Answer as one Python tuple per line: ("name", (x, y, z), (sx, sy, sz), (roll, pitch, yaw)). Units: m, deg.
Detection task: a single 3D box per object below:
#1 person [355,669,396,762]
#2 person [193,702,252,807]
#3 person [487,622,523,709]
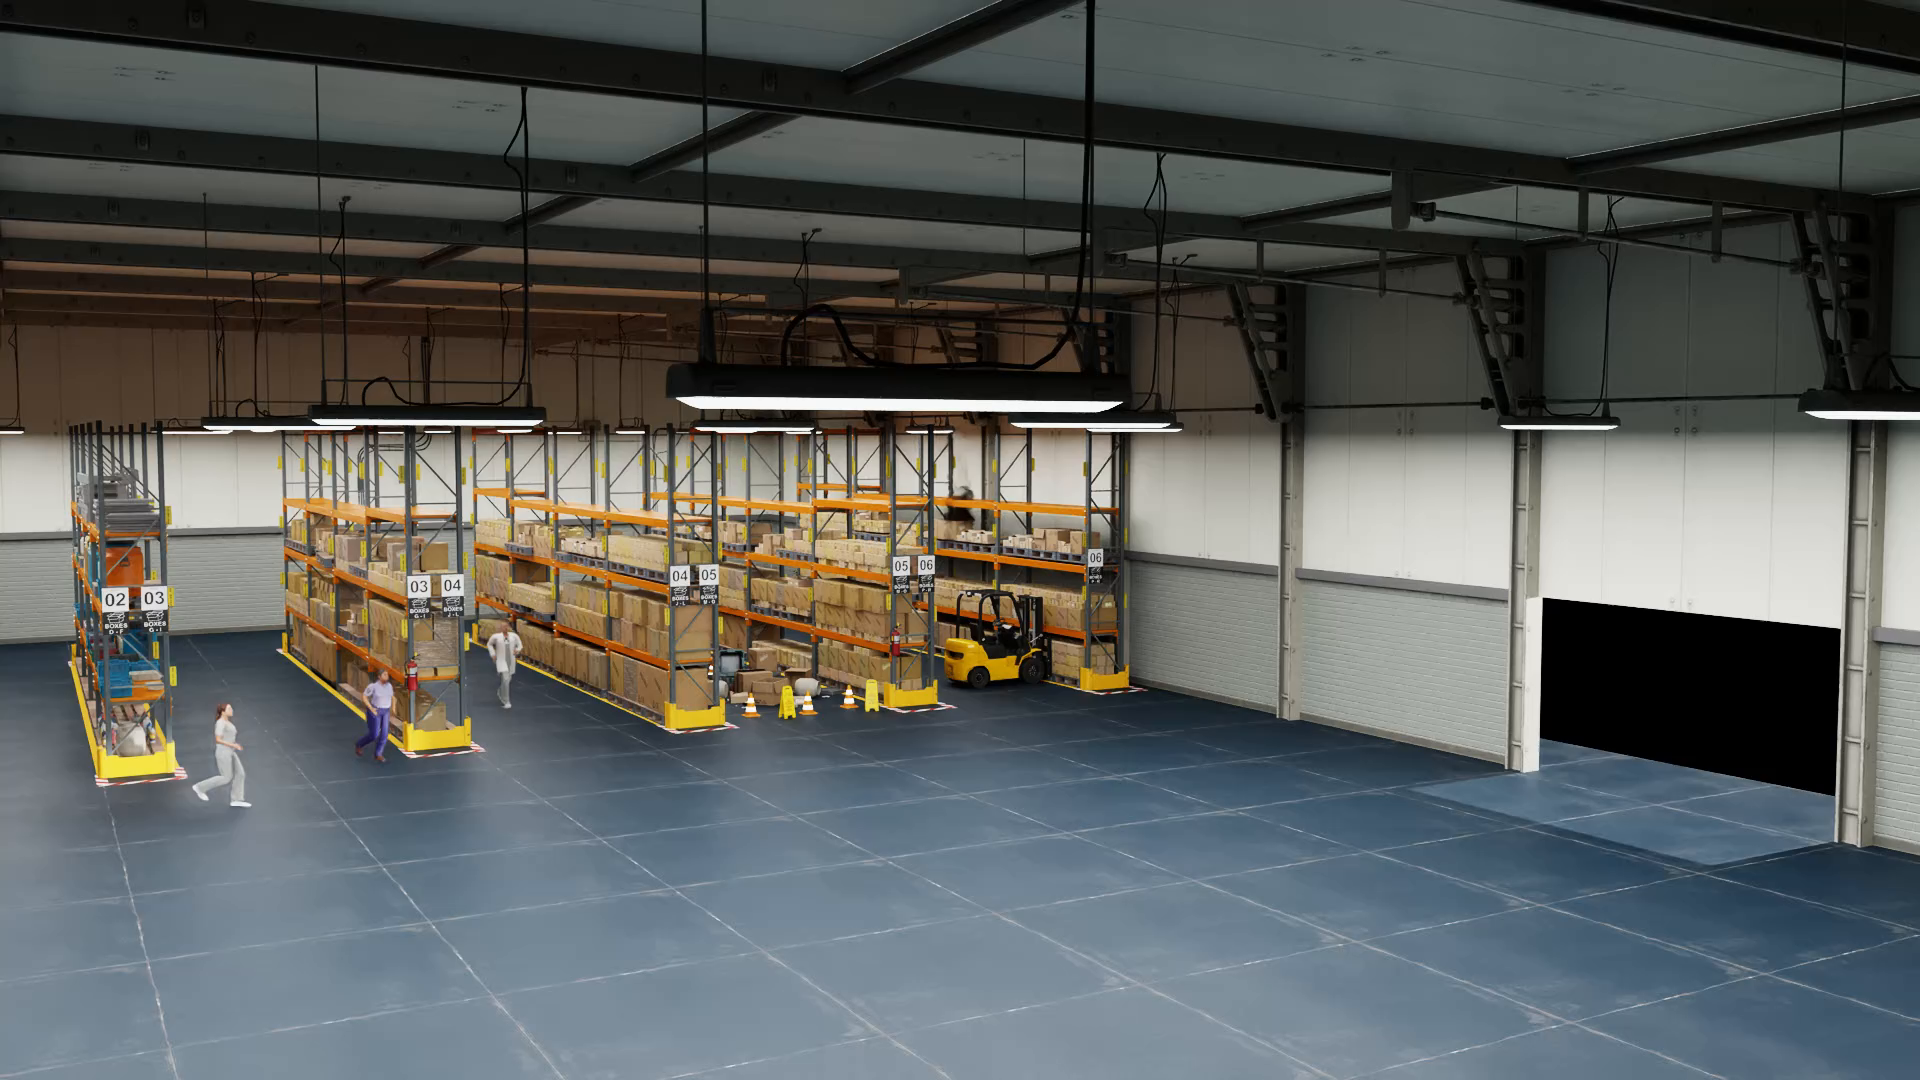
("person", (-10.356, 3.107, 29.637), (0.646, 1.600, 0.674), (3, 4, 36))
("person", (-11.401, 3.324, 25.689), (0.835, 1.659, 0.545), (-1, 4, -11))
("person", (-9.689, 2.639, 35.454), (0.695, 1.829, 0.895), (-3, 4, -36))
